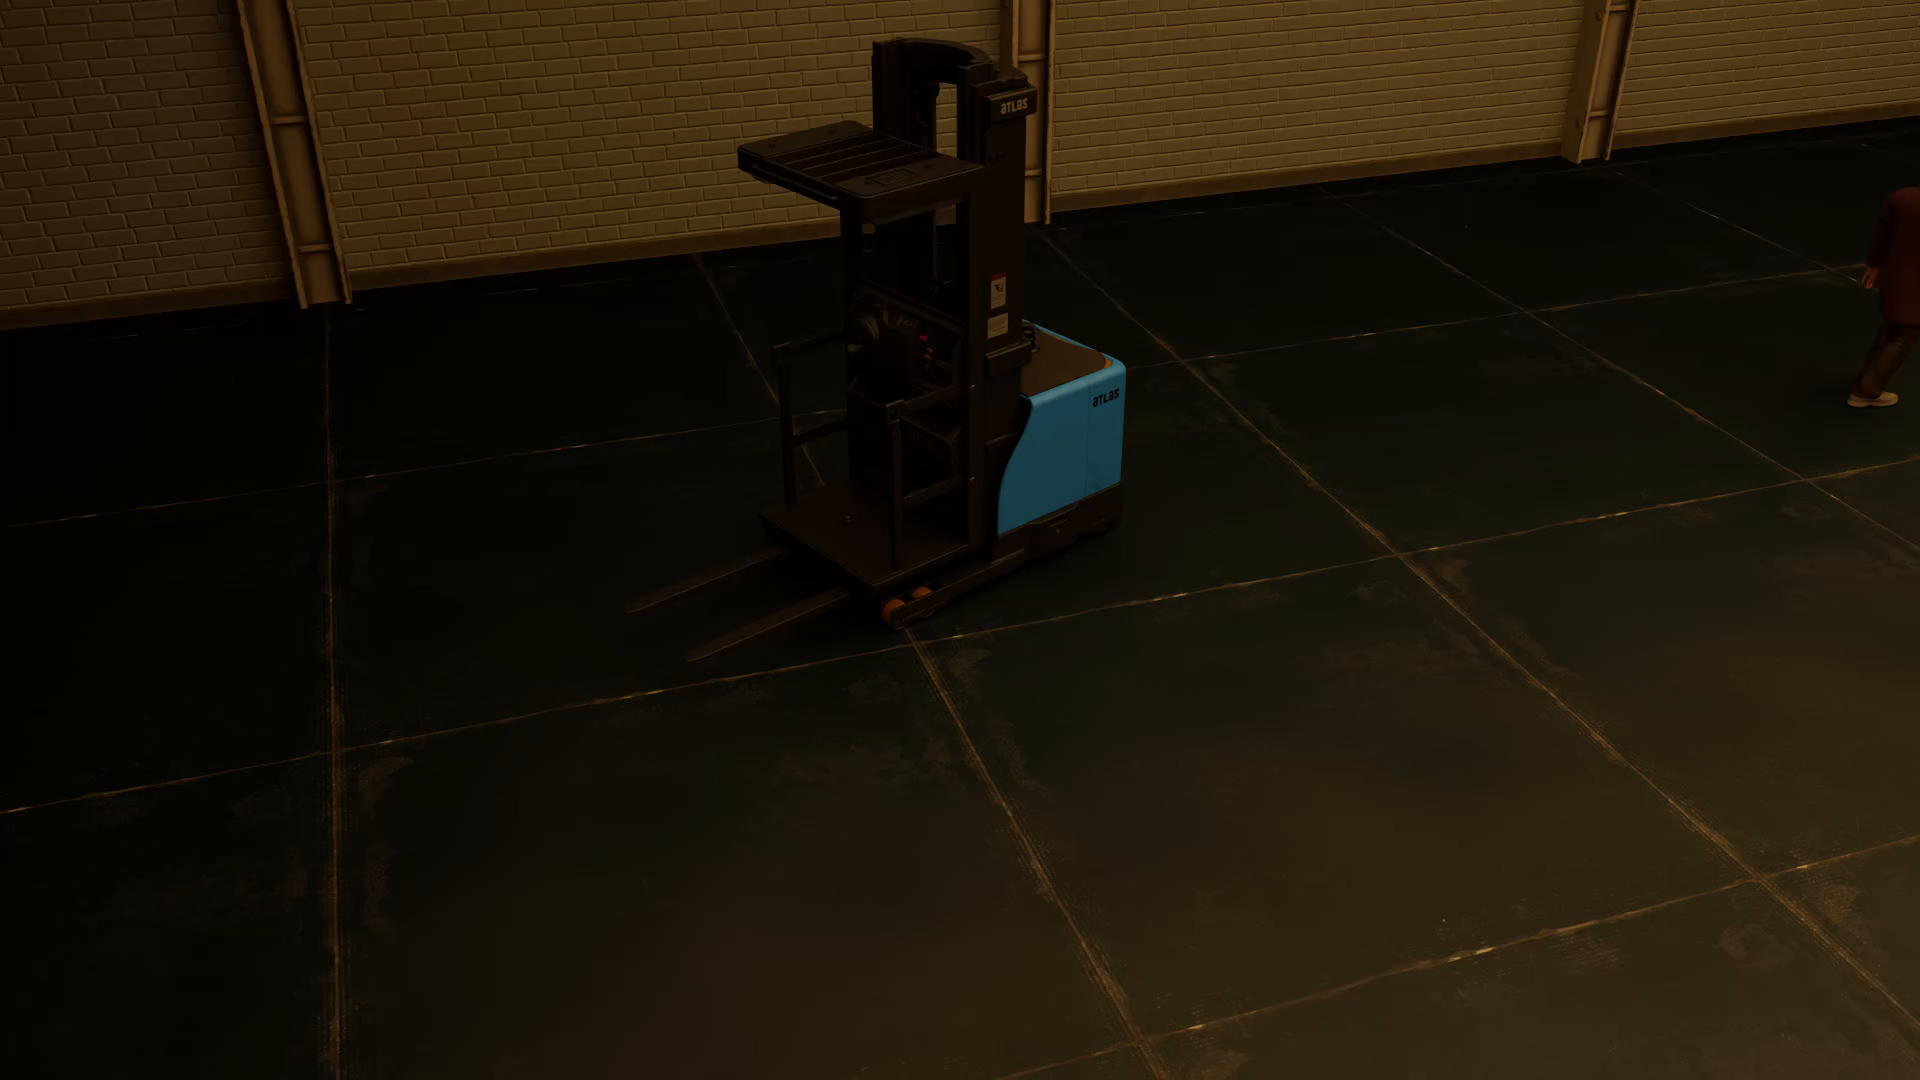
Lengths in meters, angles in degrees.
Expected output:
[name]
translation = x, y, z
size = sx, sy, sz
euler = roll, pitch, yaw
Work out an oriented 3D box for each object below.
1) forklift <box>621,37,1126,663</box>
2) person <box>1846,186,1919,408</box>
[forklift]
translation = -0.461, -1.072, 8.951
size = 3.031, 2.935, 1.130
euler = -23, 37, -34
[person]
translation = 6.478, -1.725, 11.360
size = 0.557, 1.805, 0.700
euler = -5, 30, -8
